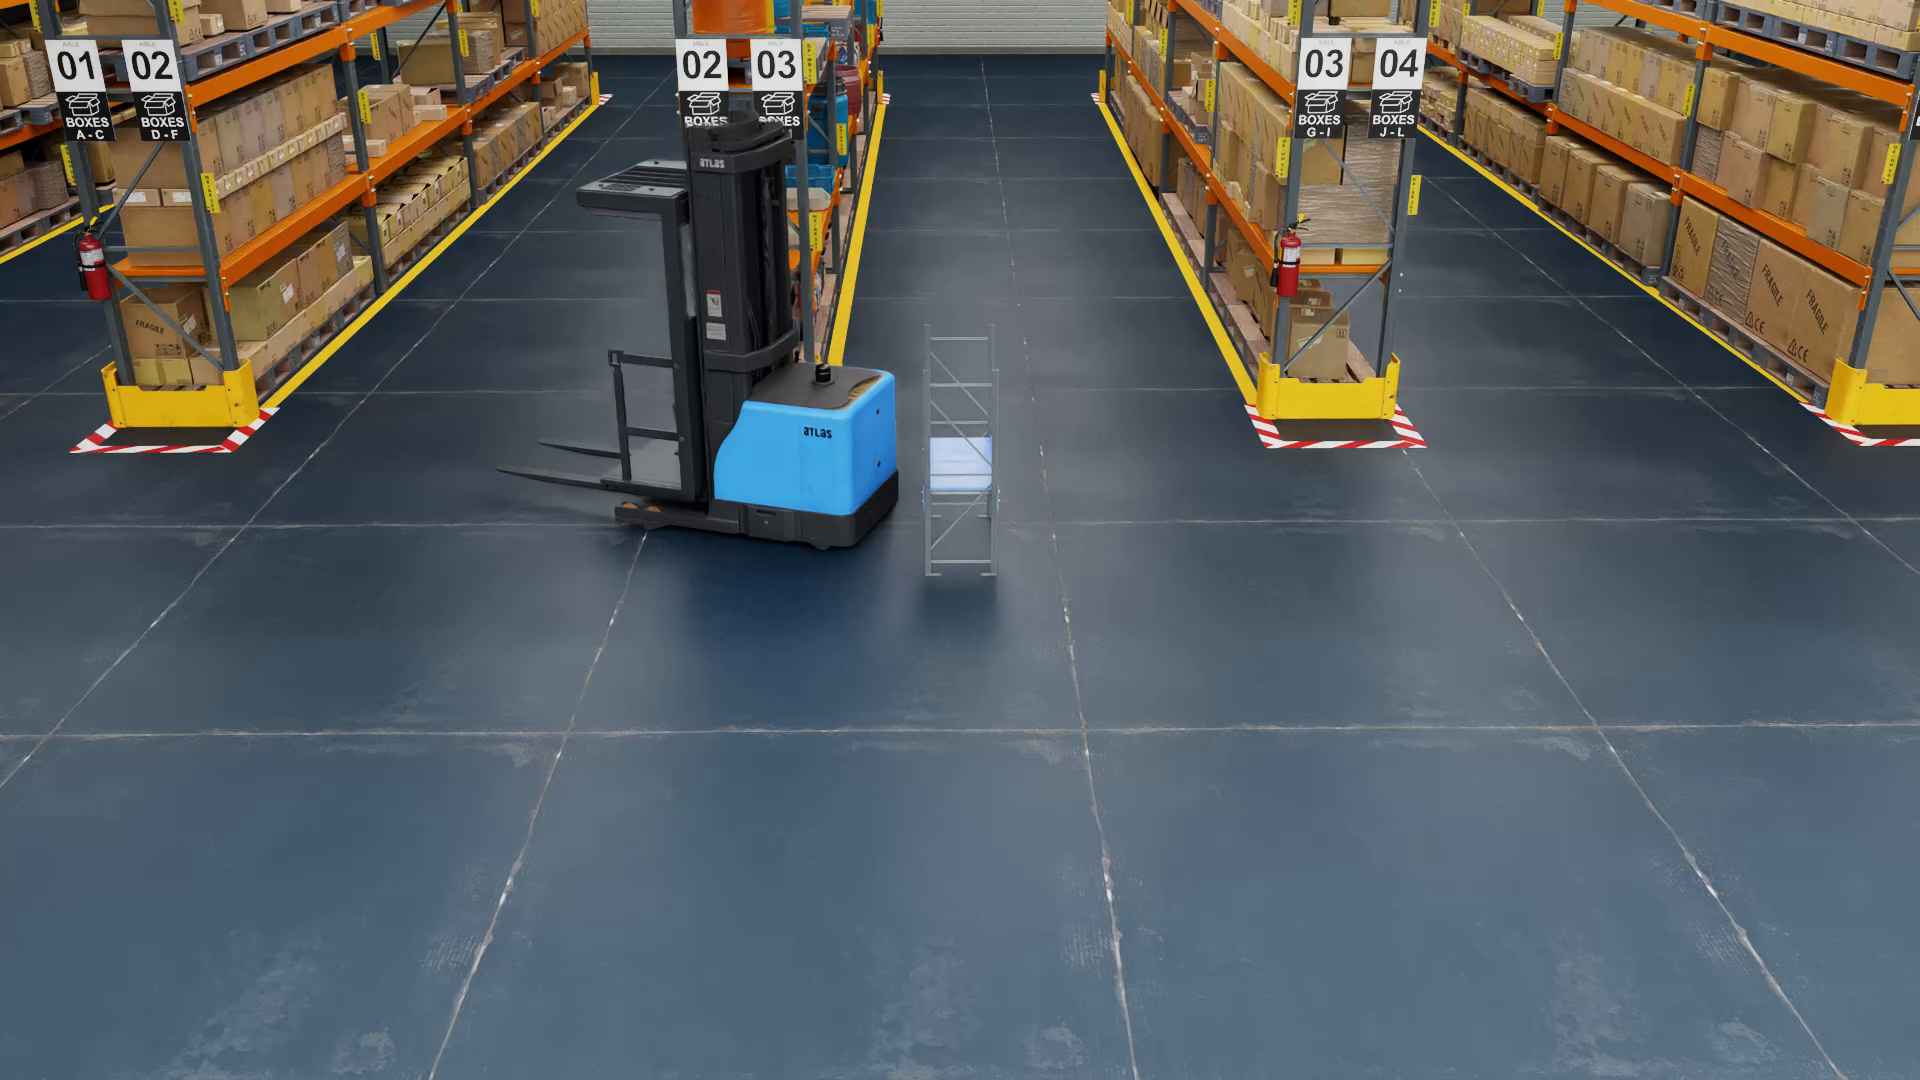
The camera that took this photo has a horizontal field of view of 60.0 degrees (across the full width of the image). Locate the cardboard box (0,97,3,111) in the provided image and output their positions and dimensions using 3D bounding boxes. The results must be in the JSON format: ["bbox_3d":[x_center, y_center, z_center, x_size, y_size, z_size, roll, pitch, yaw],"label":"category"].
[{"bbox_3d":[-11.693,-5.226,19.393,0.700,0.500,0.500,0,24,-1],"label":"cardboard box"}]

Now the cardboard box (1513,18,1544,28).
[{"bbox_3d":[8.236,-7.455,24.051,0.380,0.149,0.250,-1,24,-2],"label":"cardboard box"}]

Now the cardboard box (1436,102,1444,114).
[{"bbox_3d":[7.676,-6.761,26.030,0.380,0.149,0.250,-1,24,-2],"label":"cardboard box"}]

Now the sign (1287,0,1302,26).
[{"bbox_3d":[2.648,-4.233,13.138,0.100,0.325,0.005,0,24,-1],"label":"sign"}]

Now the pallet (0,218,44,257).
[{"bbox_3d":[-11.726,-3.593,19.821,1.003,0.211,1.213,0,24,-1],"label":"pallet"}]

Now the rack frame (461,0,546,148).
[{"bbox_3d":[-6.834,-7.359,24.764,1.000,3.000,0.127,0,24,-1],"label":"rack frame"}]

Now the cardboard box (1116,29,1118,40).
[{"bbox_3d":[2.720,-8.154,26.827,0.380,0.149,0.250,-1,24,-2],"label":"cardboard box"}]

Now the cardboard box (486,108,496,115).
[{"bbox_3d":[-7.055,-6.000,24.260,0.500,0.500,0.500,0,24,0],"label":"cardboard box"}]

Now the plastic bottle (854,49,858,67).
[{"bbox_3d":[-1.541,-6.904,23.818,0.144,0.351,0.185,0,24,-1],"label":"plastic bottle"}]

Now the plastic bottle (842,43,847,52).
[{"bbox_3d":[-1.688,-6.979,23.985,0.144,0.351,0.185,0,24,-1],"label":"plastic bottle"}]

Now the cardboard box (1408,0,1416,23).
[{"bbox_3d":[7.749,-8.805,27.480,0.500,0.500,0.500,0,24,0],"label":"cardboard box"}]

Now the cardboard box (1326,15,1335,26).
[{"bbox_3d":[3.451,-4.588,14.695,0.380,0.149,0.250,-1,24,-3],"label":"cardboard box"}]

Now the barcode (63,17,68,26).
[{"bbox_3d":[-7.188,-4.168,13.364,0.001,0.075,0.075,0,24,-1],"label":"barcode"}]

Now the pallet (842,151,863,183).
[{"bbox_3d":[-1.898,-5.287,23.567,1.003,0.211,1.213,0,24,-1],"label":"pallet"}]

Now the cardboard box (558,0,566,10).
[{"bbox_3d":[-6.575,-8.693,26.379,0.500,0.500,0.500,0,24,1],"label":"cardboard box"}]

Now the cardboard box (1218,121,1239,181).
[{"bbox_3d":[3.073,-3.895,16.622,0.875,0.500,0.500,0,24,-1],"label":"cardboard box"}]

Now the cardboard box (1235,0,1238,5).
[{"bbox_3d":[2.926,-5.341,16.360,0.380,0.149,0.250,-1,24,-3],"label":"cardboard box"}]

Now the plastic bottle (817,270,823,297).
[{"bbox_3d":[-1.453,-2.636,17.084,0.061,0.283,0.133,1,24,3],"label":"plastic bottle"}]

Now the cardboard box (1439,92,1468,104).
[{"bbox_3d":[7.716,-6.899,25.976,0.380,0.149,0.250,0,24,-1],"label":"cardboard box"}]

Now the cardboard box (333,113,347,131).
[{"bbox_3d":[-6.529,-4.292,17.076,0.380,0.149,0.250,0,24,-1],"label":"cardboard box"}]

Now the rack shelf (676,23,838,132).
[{"bbox_3d":[-1.772,-4.298,15.229,1.077,0.370,4.000,0,24,-1],"label":"rack shelf"}]

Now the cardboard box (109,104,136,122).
[{"bbox_3d":[-11.624,-5.563,22.893,0.750,0.750,0.750,0,24,-1],"label":"cardboard box"}]

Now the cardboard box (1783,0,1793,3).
[{"bbox_3d":[7.858,-5.138,15.405,0.500,0.250,0.500,-1,24,-1],"label":"cardboard box"}]

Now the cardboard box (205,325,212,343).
[{"bbox_3d":[-7.022,-1.778,15.252,0.500,0.250,0.500,0,24,-1],"label":"cardboard box"}]

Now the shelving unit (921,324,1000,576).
[{"bbox_3d":[0.001,-0.648,11.747,0.538,1.500,1.048,0,24,-1],"label":"shelving unit"}]

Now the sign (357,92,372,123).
[{"bbox_3d":[-6.192,-4.496,17.288,0.100,0.325,0.005,0,24,-1],"label":"sign"}]

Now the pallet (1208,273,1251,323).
[{"bbox_3d":[3.202,-2.558,17.534,1.003,0.211,1.213,0,24,-1],"label":"pallet"}]

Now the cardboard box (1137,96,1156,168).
[{"bbox_3d":[3.127,-5.629,23.007,1.225,0.875,0.875,0,24,0],"label":"cardboard box"}]

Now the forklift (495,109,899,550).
[{"bbox_3d":[-2.041,-1.610,12.137,3.031,2.935,1.130,8,25,17],"label":"forklift"}]

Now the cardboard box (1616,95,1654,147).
[{"bbox_3d":[7.836,-4.762,18.901,0.500,0.500,0.500,0,24,0],"label":"cardboard box"}]

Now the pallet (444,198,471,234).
[{"bbox_3d":[-6.820,-4.101,20.944,1.003,0.211,1.213,0,24,-1],"label":"pallet"}]

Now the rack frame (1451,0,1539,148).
[{"bbox_3d":[8.033,-7.383,24.817,1.000,3.000,0.127,0,24,-1],"label":"rack frame"}]

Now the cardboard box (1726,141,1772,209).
[{"bbox_3d":[8.053,-3.553,16.167,0.875,0.550,0.550,0,24,-1],"label":"cardboard box"}]

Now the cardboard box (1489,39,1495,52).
[{"bbox_3d":[7.596,-6.890,23.162,0.380,0.149,0.250,-1,24,-1],"label":"cardboard box"}]

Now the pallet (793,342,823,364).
[{"bbox_3d":[-1.801,-1.530,15.261,1.003,0.211,1.213,0,24,-1],"label":"pallet"}]

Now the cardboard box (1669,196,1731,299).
[{"bbox_3d":[8.057,-3.050,17.305,0.875,0.875,0.875,0,24,0],"label":"cardboard box"}]

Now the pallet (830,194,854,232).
[{"bbox_3d":[-1.867,-4.141,21.034,1.003,0.211,1.213,0,24,-1],"label":"pallet"}]

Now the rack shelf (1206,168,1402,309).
[{"bbox_3d":[3.181,-2.954,15.897,1.077,0.370,4.000,0,24,-1],"label":"rack shelf"}]

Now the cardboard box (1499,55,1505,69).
[{"bbox_3d":[7.603,-6.541,22.751,0.380,0.149,0.250,0,24,1],"label":"cardboard box"}]

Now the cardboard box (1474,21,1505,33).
[{"bbox_3d":[7.586,-7.346,23.808,0.380,0.149,0.250,0,24,0],"label":"cardboard box"}]

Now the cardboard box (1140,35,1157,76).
[{"bbox_3d":[2.838,-6.843,23.503,0.500,0.500,0.500,-1,24,-2],"label":"cardboard box"}]

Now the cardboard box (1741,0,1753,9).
[{"bbox_3d":[7.790,-5.214,16.056,0.380,0.149,0.250,0,24,-1],"label":"cardboard box"}]

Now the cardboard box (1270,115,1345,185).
[{"bbox_3d":[2.950,-3.319,14.137,0.500,0.500,0.500,0,24,-1],"label":"cardboard box"}]

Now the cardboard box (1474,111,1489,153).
[{"bbox_3d":[7.783,-5.911,24.087,0.500,0.500,0.500,1,24,2],"label":"cardboard box"}]

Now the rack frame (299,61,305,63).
[{"bbox_3d":[-11.831,-8.983,28.356,1.000,3.000,0.127,0,24,-1],"label":"rack frame"}]

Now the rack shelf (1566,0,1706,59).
[{"bbox_3d":[8.098,-5.949,18.880,1.077,0.370,4.000,0,24,-1],"label":"rack shelf"}]

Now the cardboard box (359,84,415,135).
[{"bbox_3d":[-6.756,-5.065,19.571,0.500,0.500,0.500,-2,24,-3],"label":"cardboard box"}]

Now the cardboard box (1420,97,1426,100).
[{"bbox_3d":[7.676,-7.183,27.324,0.380,0.149,0.250,-1,24,-3],"label":"cardboard box"}]

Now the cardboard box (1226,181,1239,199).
[{"bbox_3d":[2.855,-3.489,16.512,0.380,0.149,0.250,0,24,-1],"label":"cardboard box"}]

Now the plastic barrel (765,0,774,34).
[{"bbox_3d":[-1.889,-4.548,14.171,0.600,0.588,0.600,0,24,0],"label":"plastic barrel"}]

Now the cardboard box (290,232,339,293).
[{"bbox_3d":[-6.520,-2.740,16.470,0.500,0.500,0.500,0,24,-1],"label":"cardboard box"}]

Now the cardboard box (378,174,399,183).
[{"bbox_3d":[-7.061,-4.261,20.061,0.500,0.311,0.500,-1,24,-2],"label":"cardboard box"}]

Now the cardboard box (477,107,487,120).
[{"bbox_3d":[-7.061,-6.150,23.680,0.500,0.250,0.500,0,24,0],"label":"cardboard box"}]

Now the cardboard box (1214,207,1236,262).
[{"bbox_3d":[3.174,-3.420,18.555,0.700,0.500,0.500,-2,24,-5],"label":"cardboard box"}]

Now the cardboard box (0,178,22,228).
[{"bbox_3d":[-11.760,-4.035,19.913,0.700,0.500,0.500,0,24,-1],"label":"cardboard box"}]

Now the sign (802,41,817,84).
[{"bbox_3d":[-1.200,-3.806,13.259,0.100,0.325,0.005,0,24,-1],"label":"sign"}]

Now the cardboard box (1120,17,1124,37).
[{"bbox_3d":[2.791,-8.073,26.165,0.500,0.250,0.500,0,24,1],"label":"cardboard box"}]

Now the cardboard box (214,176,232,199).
[{"bbox_3d":[-6.497,-3.027,14.277,0.380,0.149,0.250,-1,24,-2],"label":"cardboard box"}]
